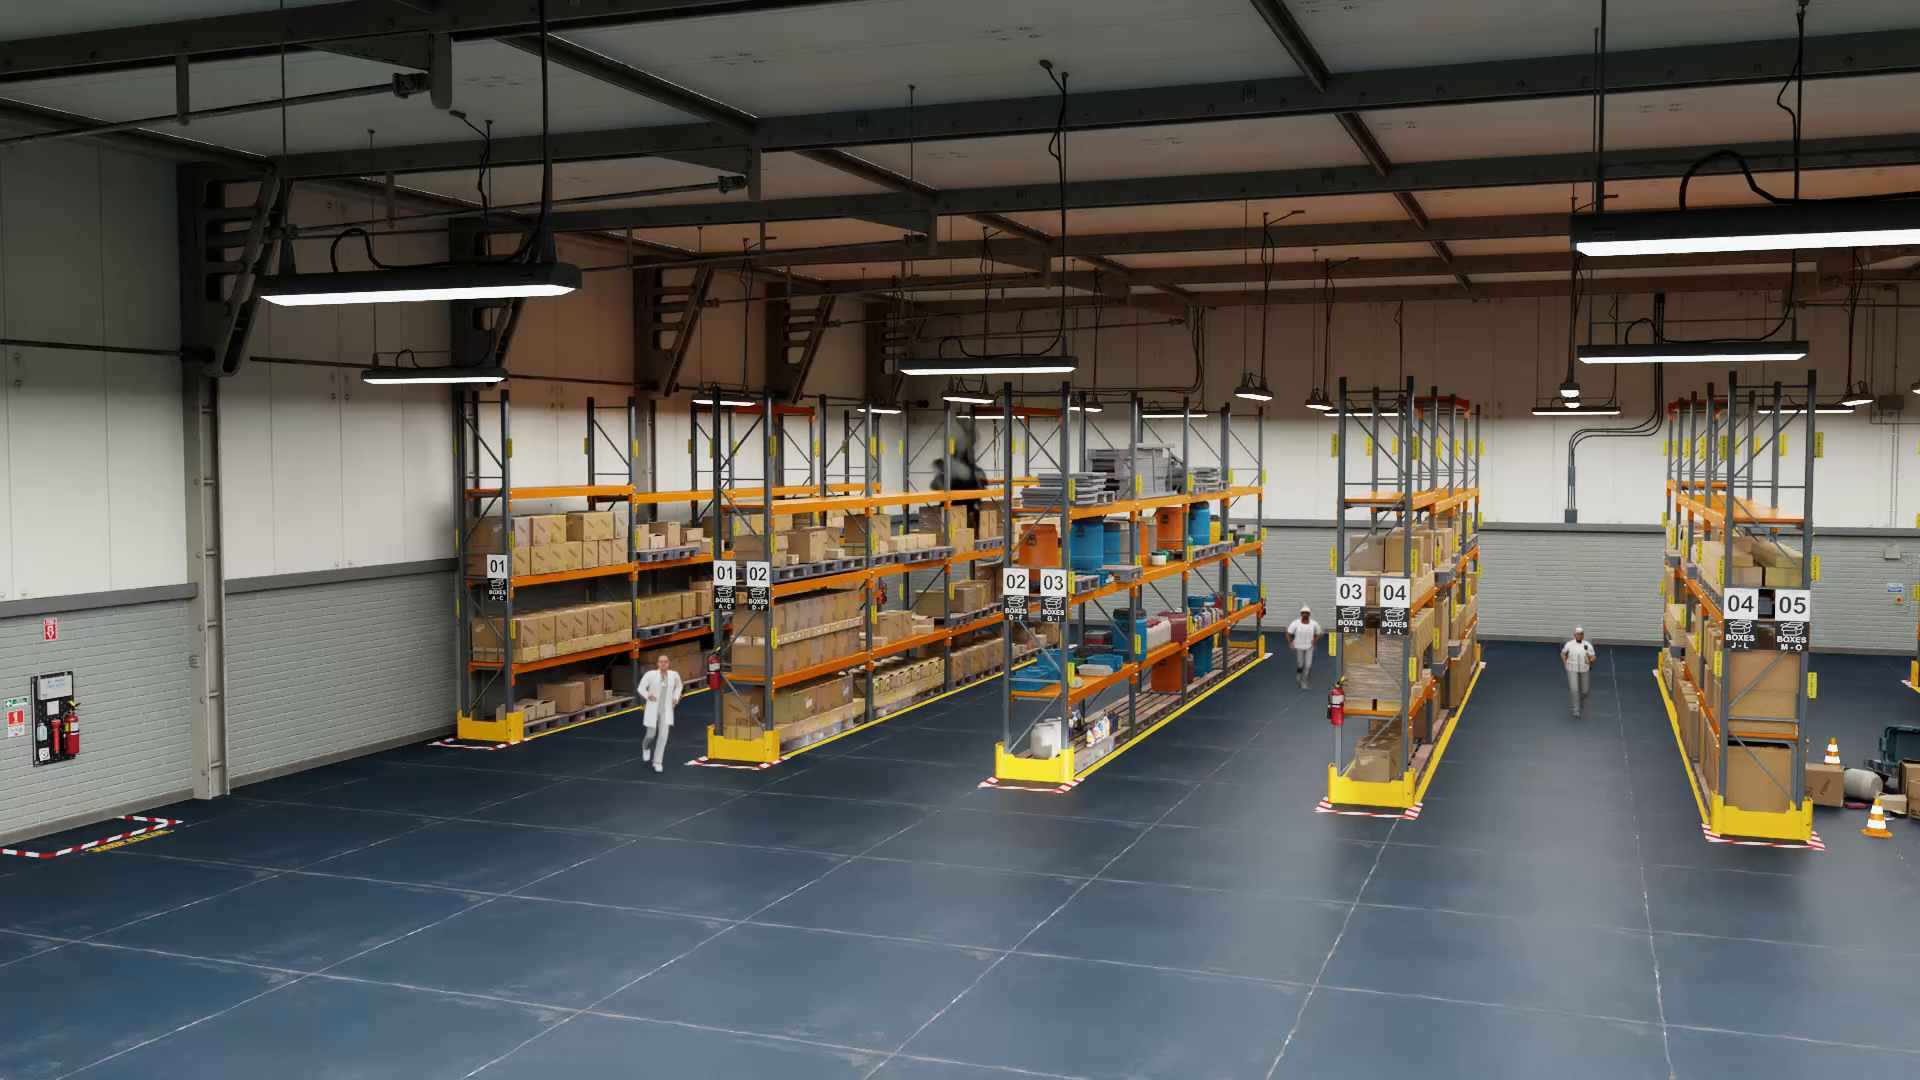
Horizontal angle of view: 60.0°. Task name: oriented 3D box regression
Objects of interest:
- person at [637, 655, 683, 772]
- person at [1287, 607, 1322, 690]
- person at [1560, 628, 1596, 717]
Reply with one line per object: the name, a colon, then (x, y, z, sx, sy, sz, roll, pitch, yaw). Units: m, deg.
person: (-4.699, 2.690, 26.117, 0.720, 1.776, 0.934, -1, 3, -17)
person: (7.158, 2.240, 34.550, 0.718, 1.724, 0.618, 0, 3, 4)
person: (11.617, 2.463, 31.259, 0.620, 1.632, 0.803, 1, 3, 15)
